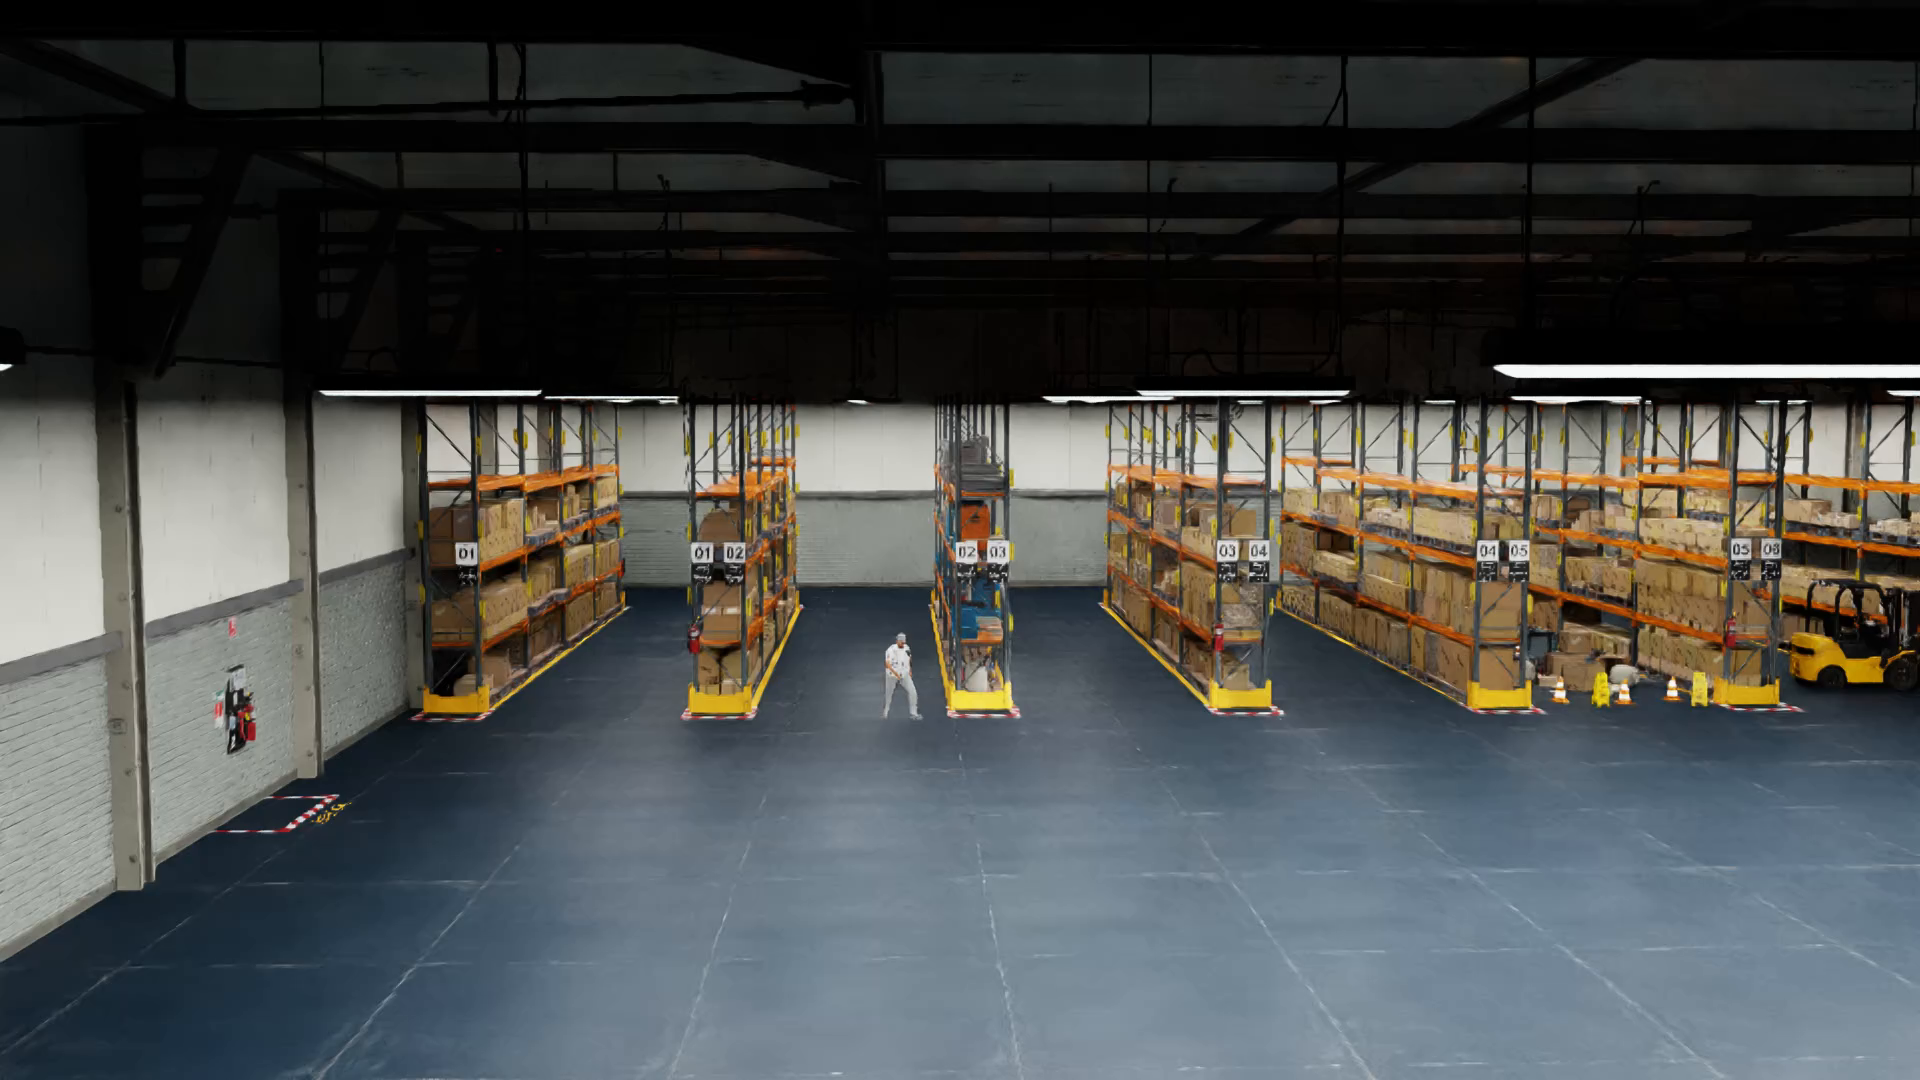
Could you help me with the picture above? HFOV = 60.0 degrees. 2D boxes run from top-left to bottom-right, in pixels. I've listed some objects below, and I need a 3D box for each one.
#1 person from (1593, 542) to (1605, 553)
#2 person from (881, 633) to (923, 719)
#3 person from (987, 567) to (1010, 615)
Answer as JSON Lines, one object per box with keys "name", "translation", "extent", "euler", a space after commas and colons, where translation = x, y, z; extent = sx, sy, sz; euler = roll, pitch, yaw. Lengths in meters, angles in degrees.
{"name": "person", "translation": [19.236, 0.892, 49.991], "extent": [0.520, 1.669, 0.493], "euler": [3, 6, 35]}
{"name": "person", "translation": [-1.104, 2.474, 30.529], "extent": [0.664, 1.598, 0.797], "euler": [-2, 5, -21]}
{"name": "person", "translation": [0.992, 1.252, 44.999], "extent": [0.724, 1.713, 0.885], "euler": [-2, 5, -19]}
